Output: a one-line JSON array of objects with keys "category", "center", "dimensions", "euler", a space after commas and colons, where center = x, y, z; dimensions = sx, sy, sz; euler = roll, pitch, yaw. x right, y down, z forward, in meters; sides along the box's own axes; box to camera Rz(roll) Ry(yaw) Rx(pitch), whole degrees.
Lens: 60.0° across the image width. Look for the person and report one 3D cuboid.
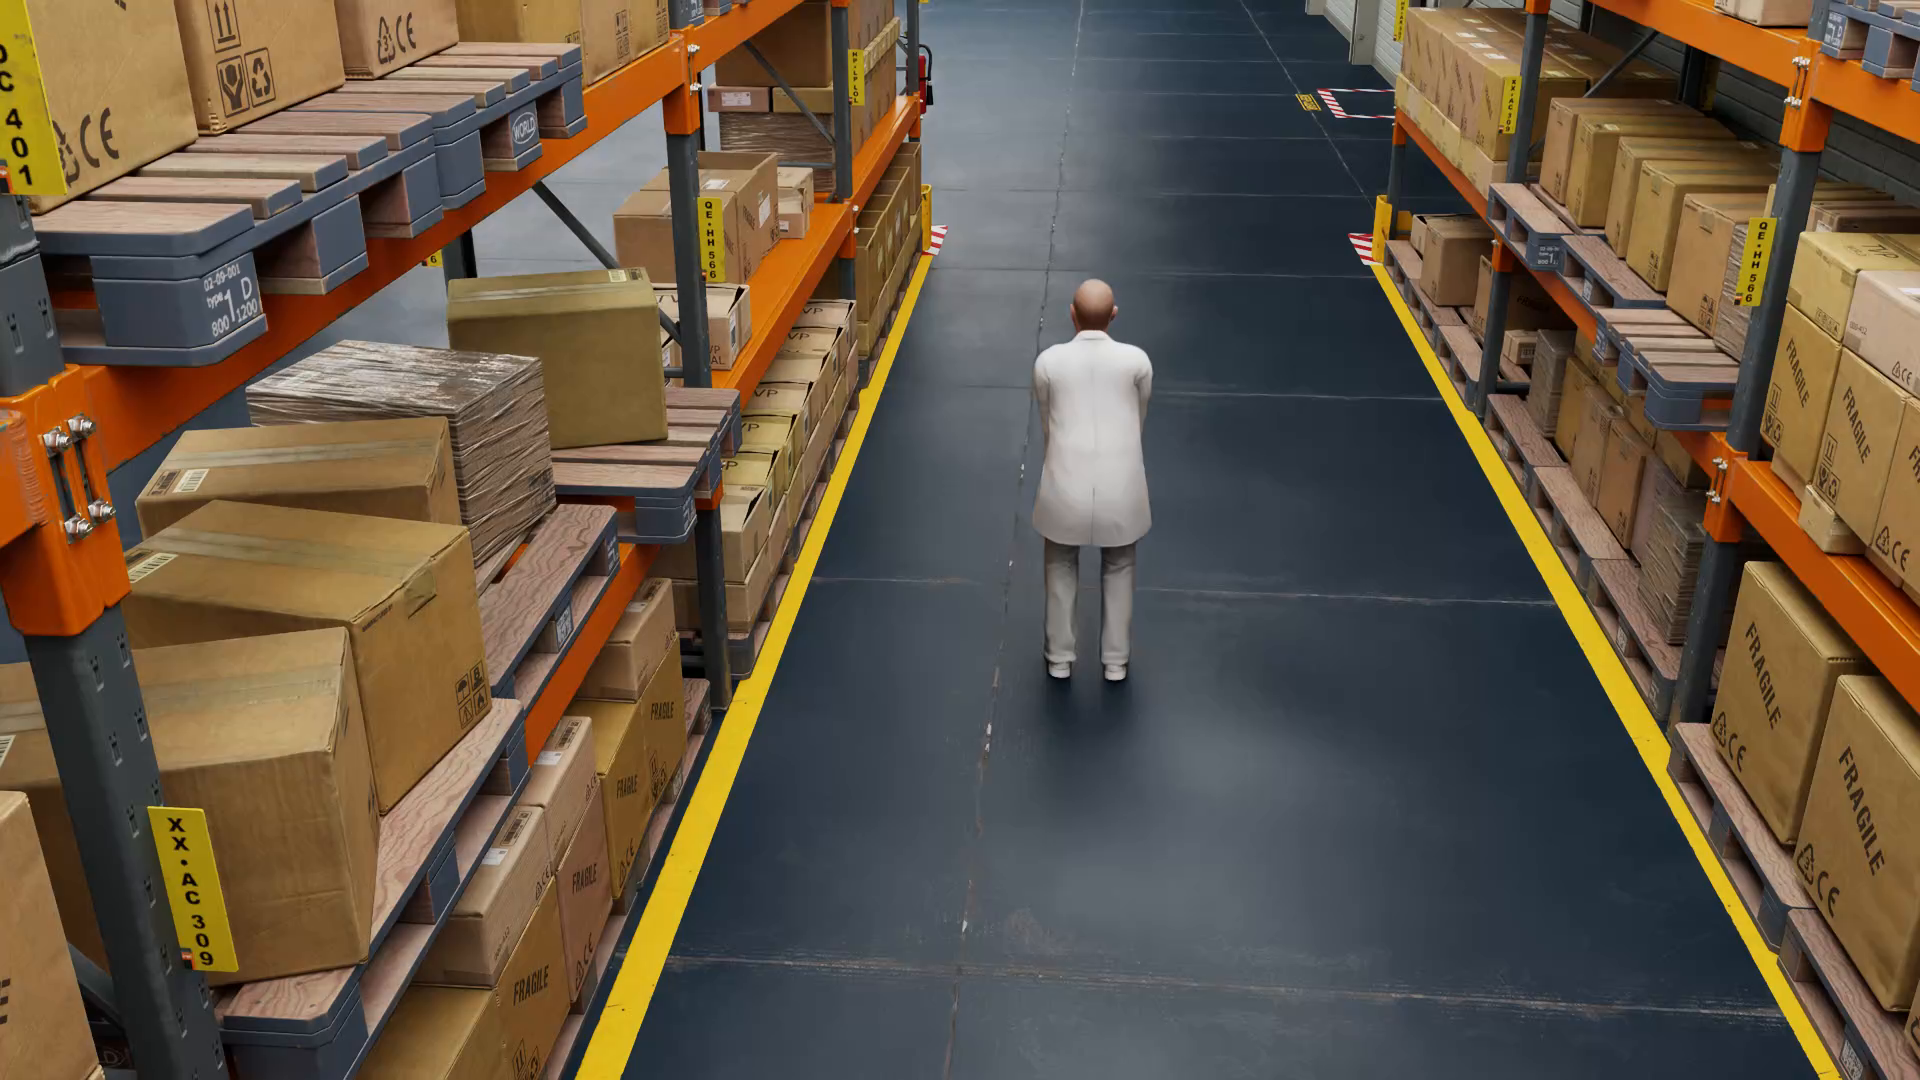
[{"category": "person", "center": [0.576, -0.279, 7.256], "dimensions": [0.532, 1.774, 0.574], "euler": [1, 24, 3]}]
